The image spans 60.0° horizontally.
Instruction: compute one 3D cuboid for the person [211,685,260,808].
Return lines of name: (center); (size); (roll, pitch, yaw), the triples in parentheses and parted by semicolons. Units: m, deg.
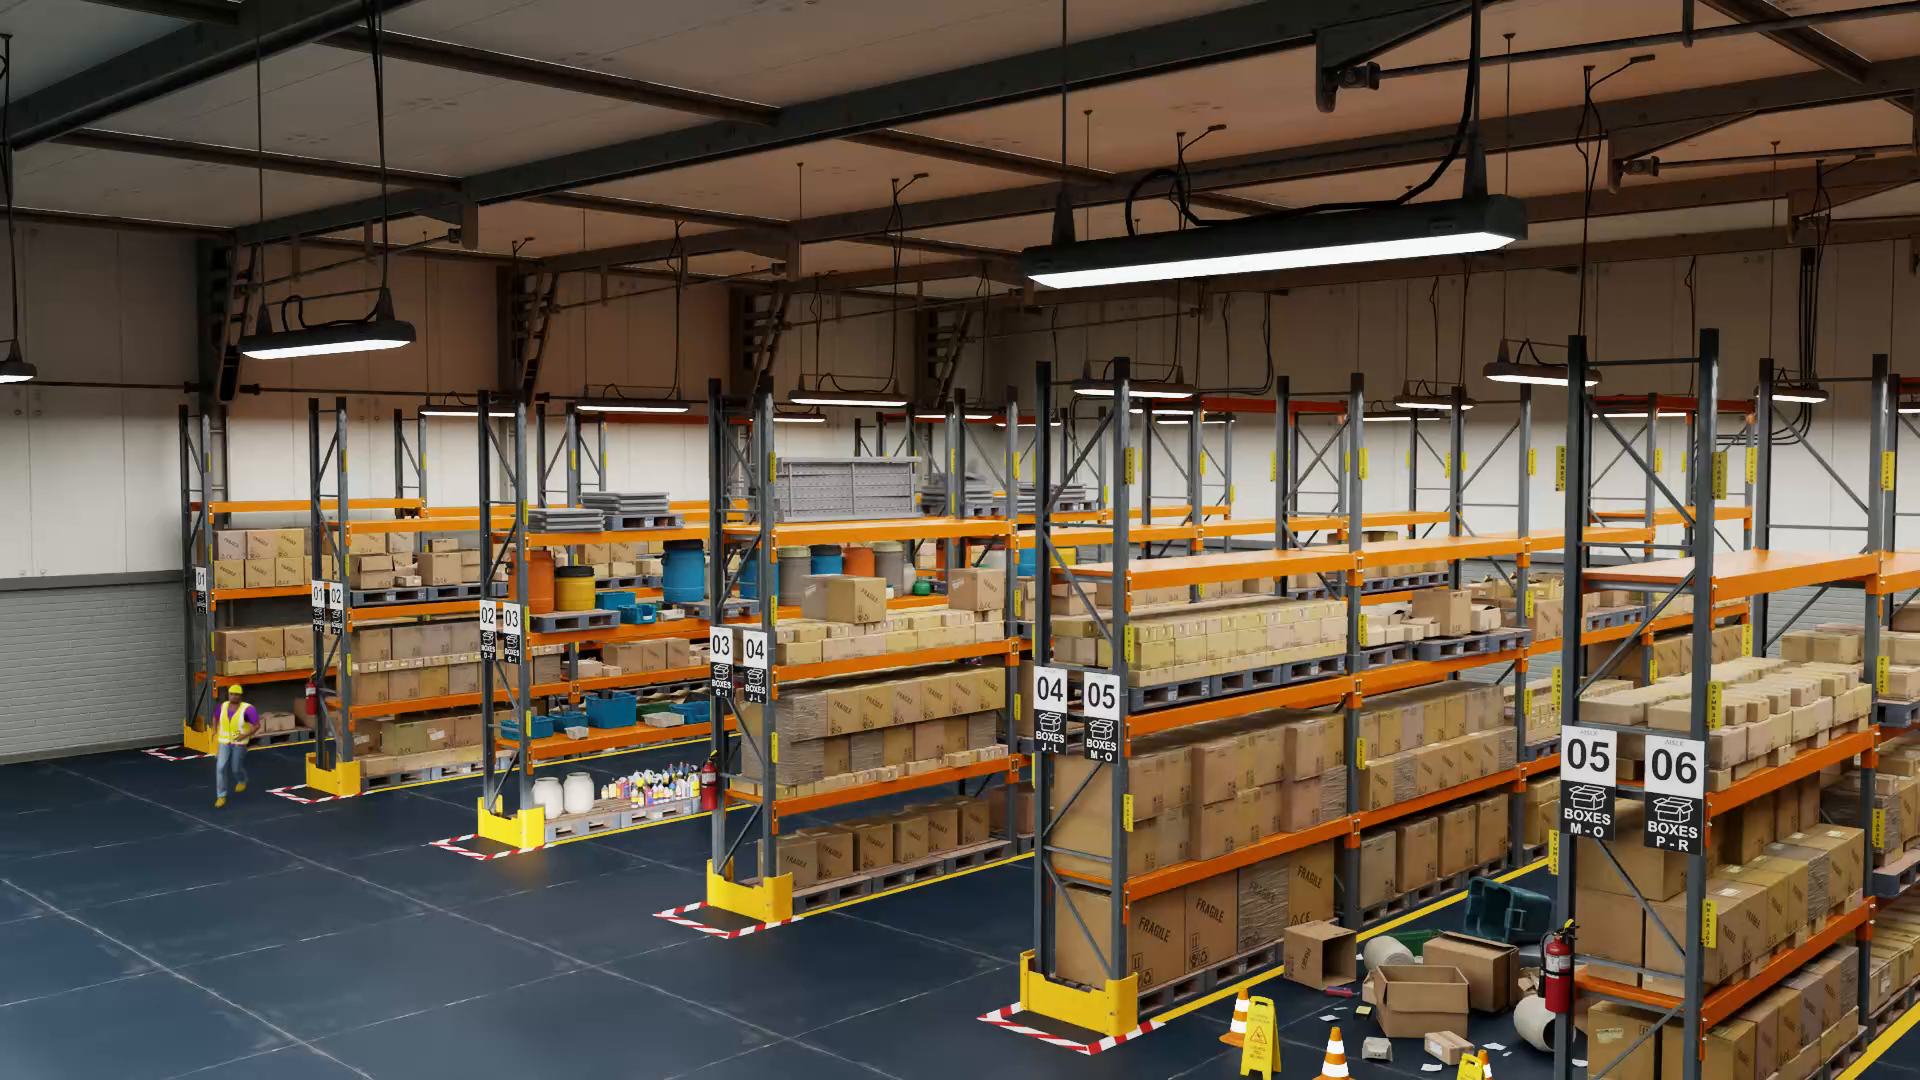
person: (-10.734, 3.005, 24.635); (0.727, 1.753, 0.902); (0, 3, -6)
